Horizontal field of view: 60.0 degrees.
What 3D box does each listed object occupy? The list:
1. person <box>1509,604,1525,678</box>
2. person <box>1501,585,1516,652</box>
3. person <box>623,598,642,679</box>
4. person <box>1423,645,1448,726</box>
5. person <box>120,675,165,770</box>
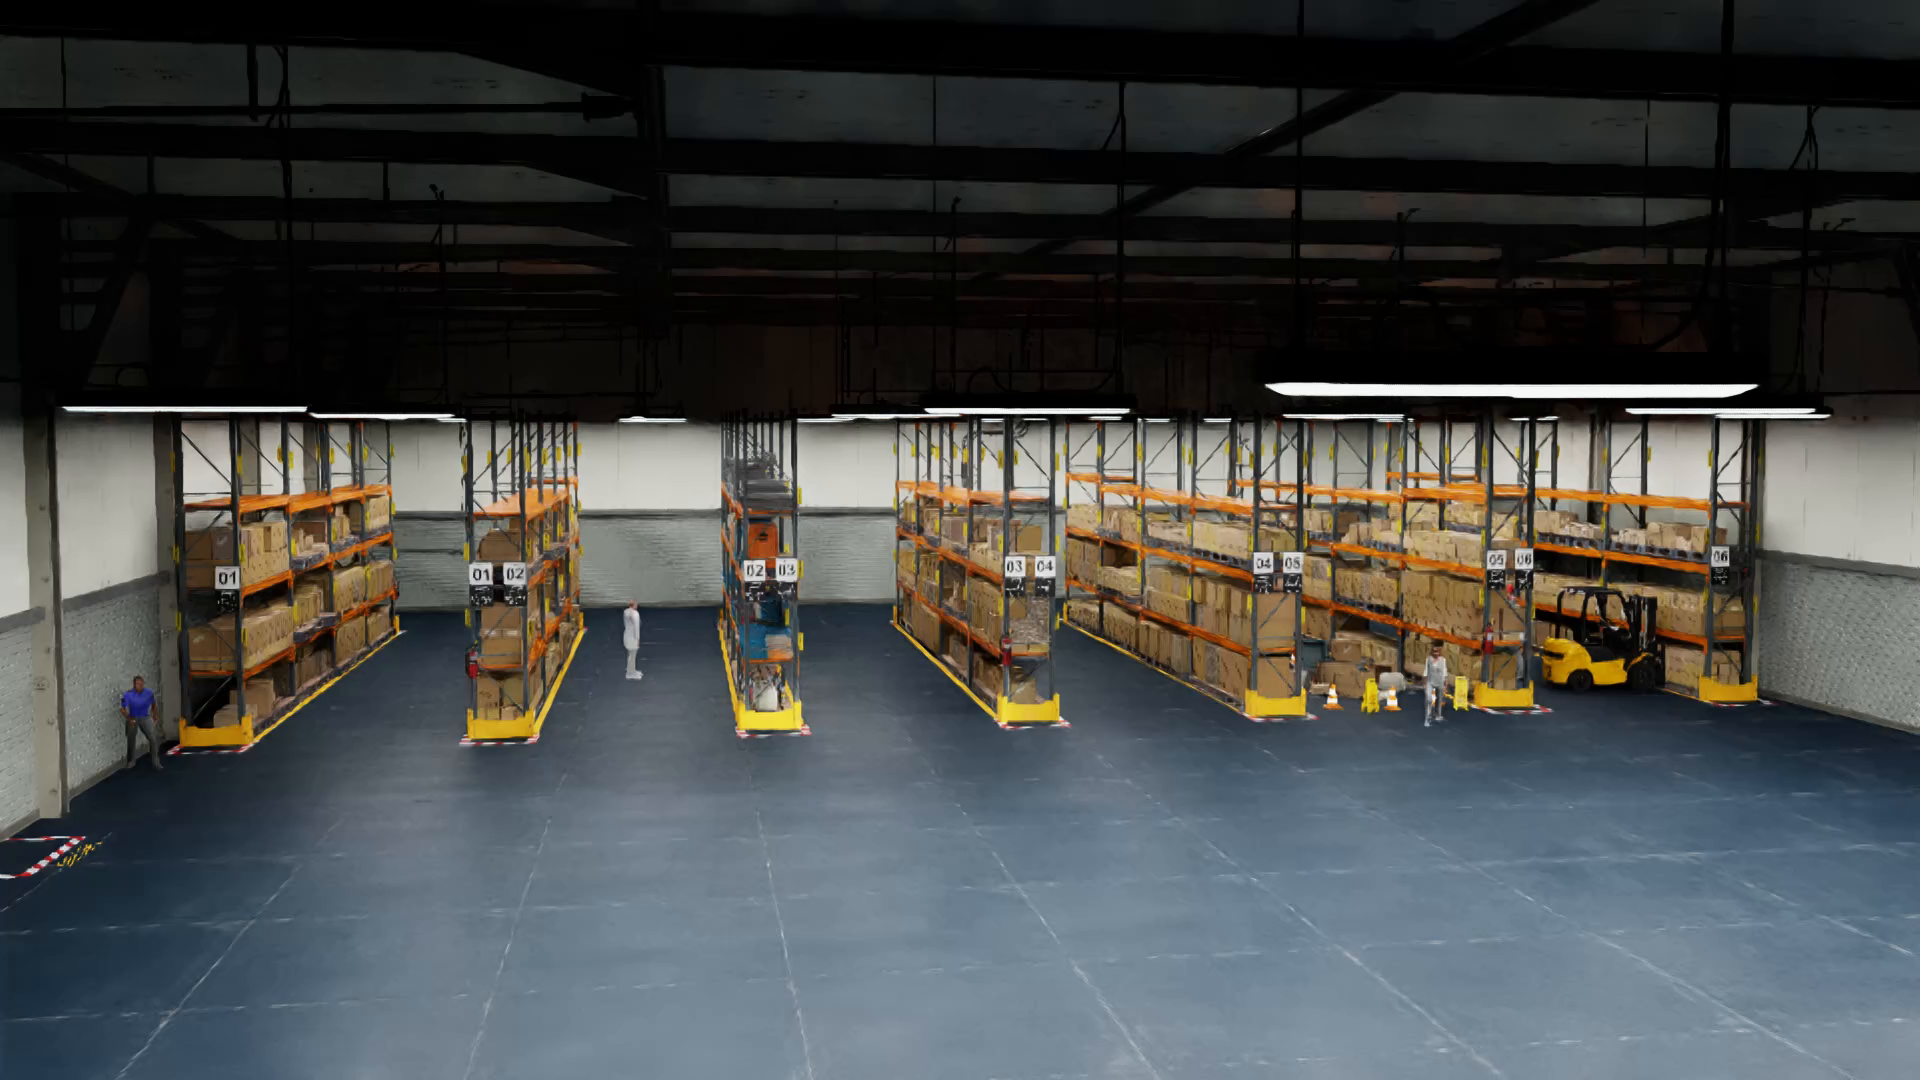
[{"bbox_3d":[12.523,2.267,37.549,0.477,1.667,0.523,1,4,19],"label":"person"},{"bbox_3d":[13.384,1.980,40.671,0.588,1.784,0.666,1,4,15],"label":"person"},{"bbox_3d":[-7.340,2.200,37.473,0.522,1.790,0.654,-3,5,-36],"label":"person"},{"bbox_3d":[9.040,2.744,31.619,0.457,1.541,0.884,1,4,14],"label":"person"},{"bbox_3d":[-13.524,3.003,27.457,0.615,1.595,0.781,-2,5,-30],"label":"person"}]
